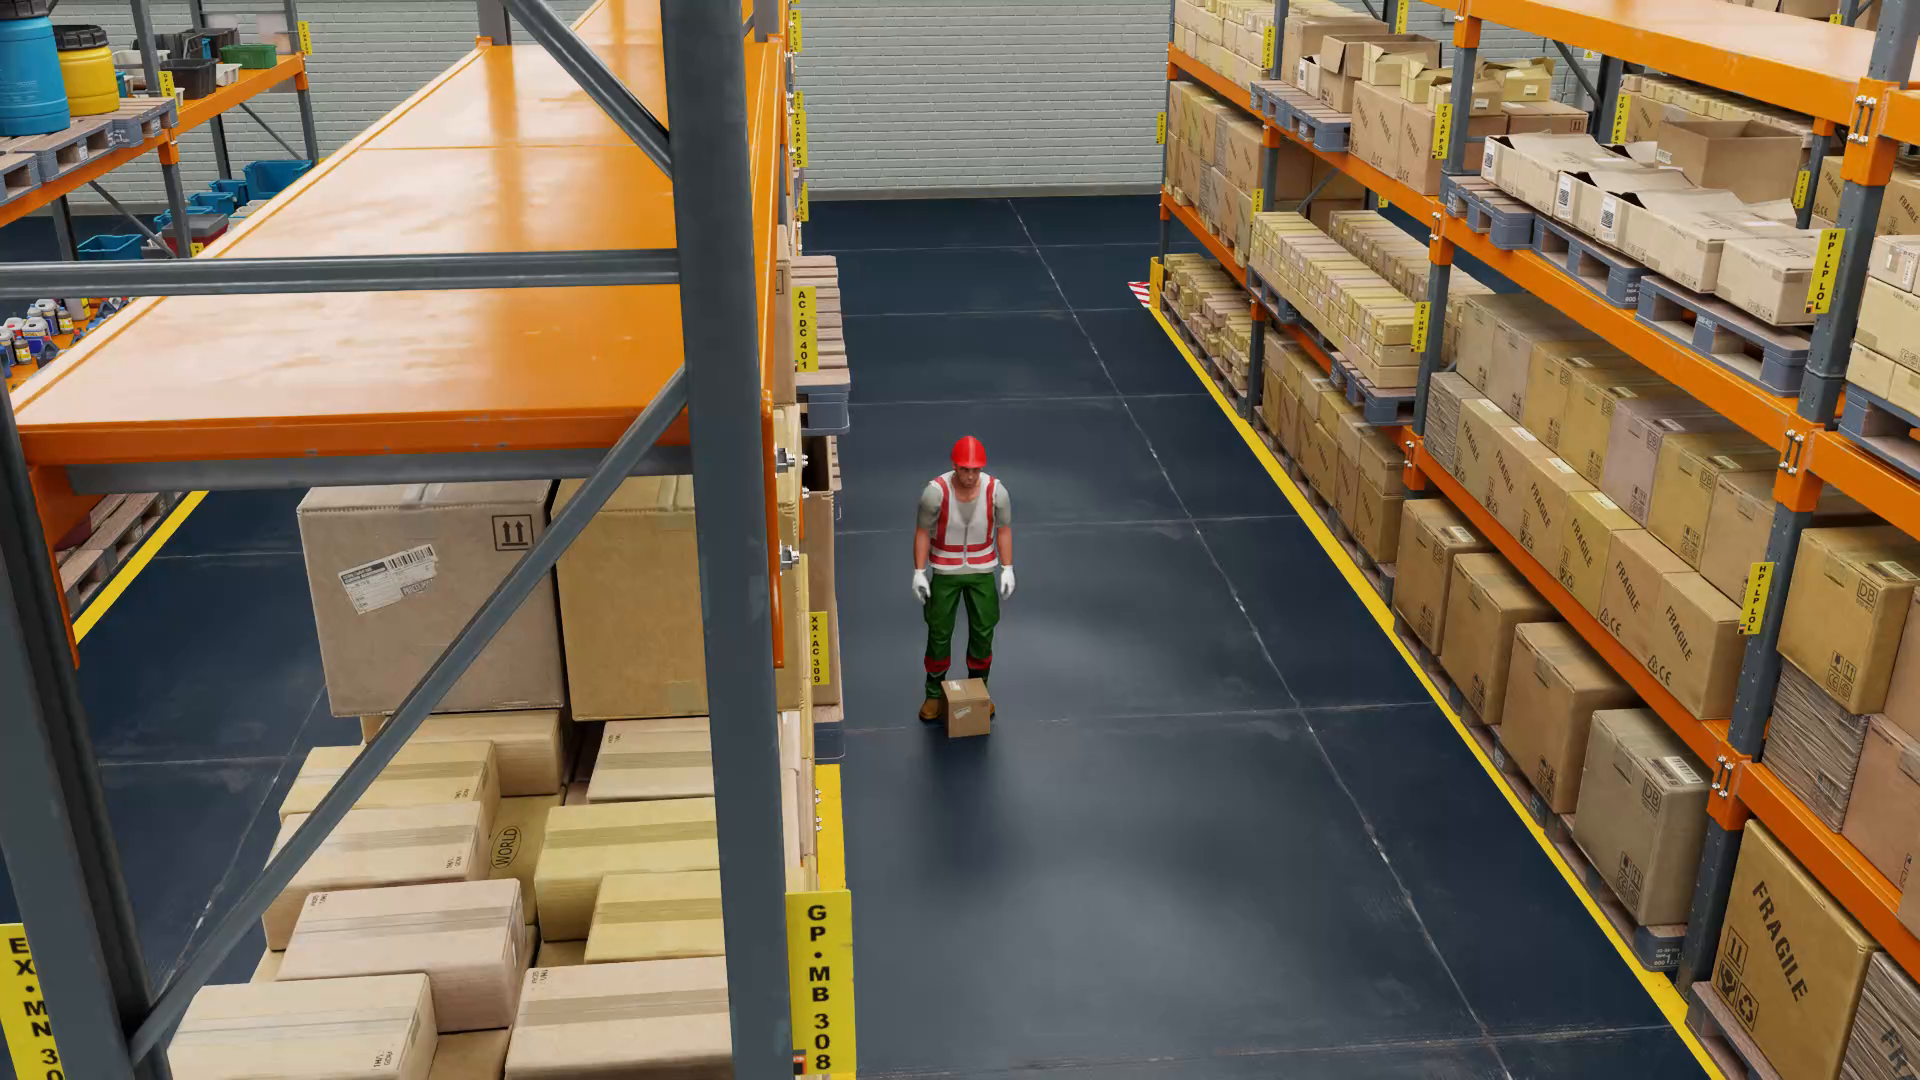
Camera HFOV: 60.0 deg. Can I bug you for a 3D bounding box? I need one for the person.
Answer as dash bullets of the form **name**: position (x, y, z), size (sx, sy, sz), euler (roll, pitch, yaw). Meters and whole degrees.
- **person**: position (0.021, 0.211, 9.826), size (0.619, 1.779, 0.455), euler (-3, 24, -6)
